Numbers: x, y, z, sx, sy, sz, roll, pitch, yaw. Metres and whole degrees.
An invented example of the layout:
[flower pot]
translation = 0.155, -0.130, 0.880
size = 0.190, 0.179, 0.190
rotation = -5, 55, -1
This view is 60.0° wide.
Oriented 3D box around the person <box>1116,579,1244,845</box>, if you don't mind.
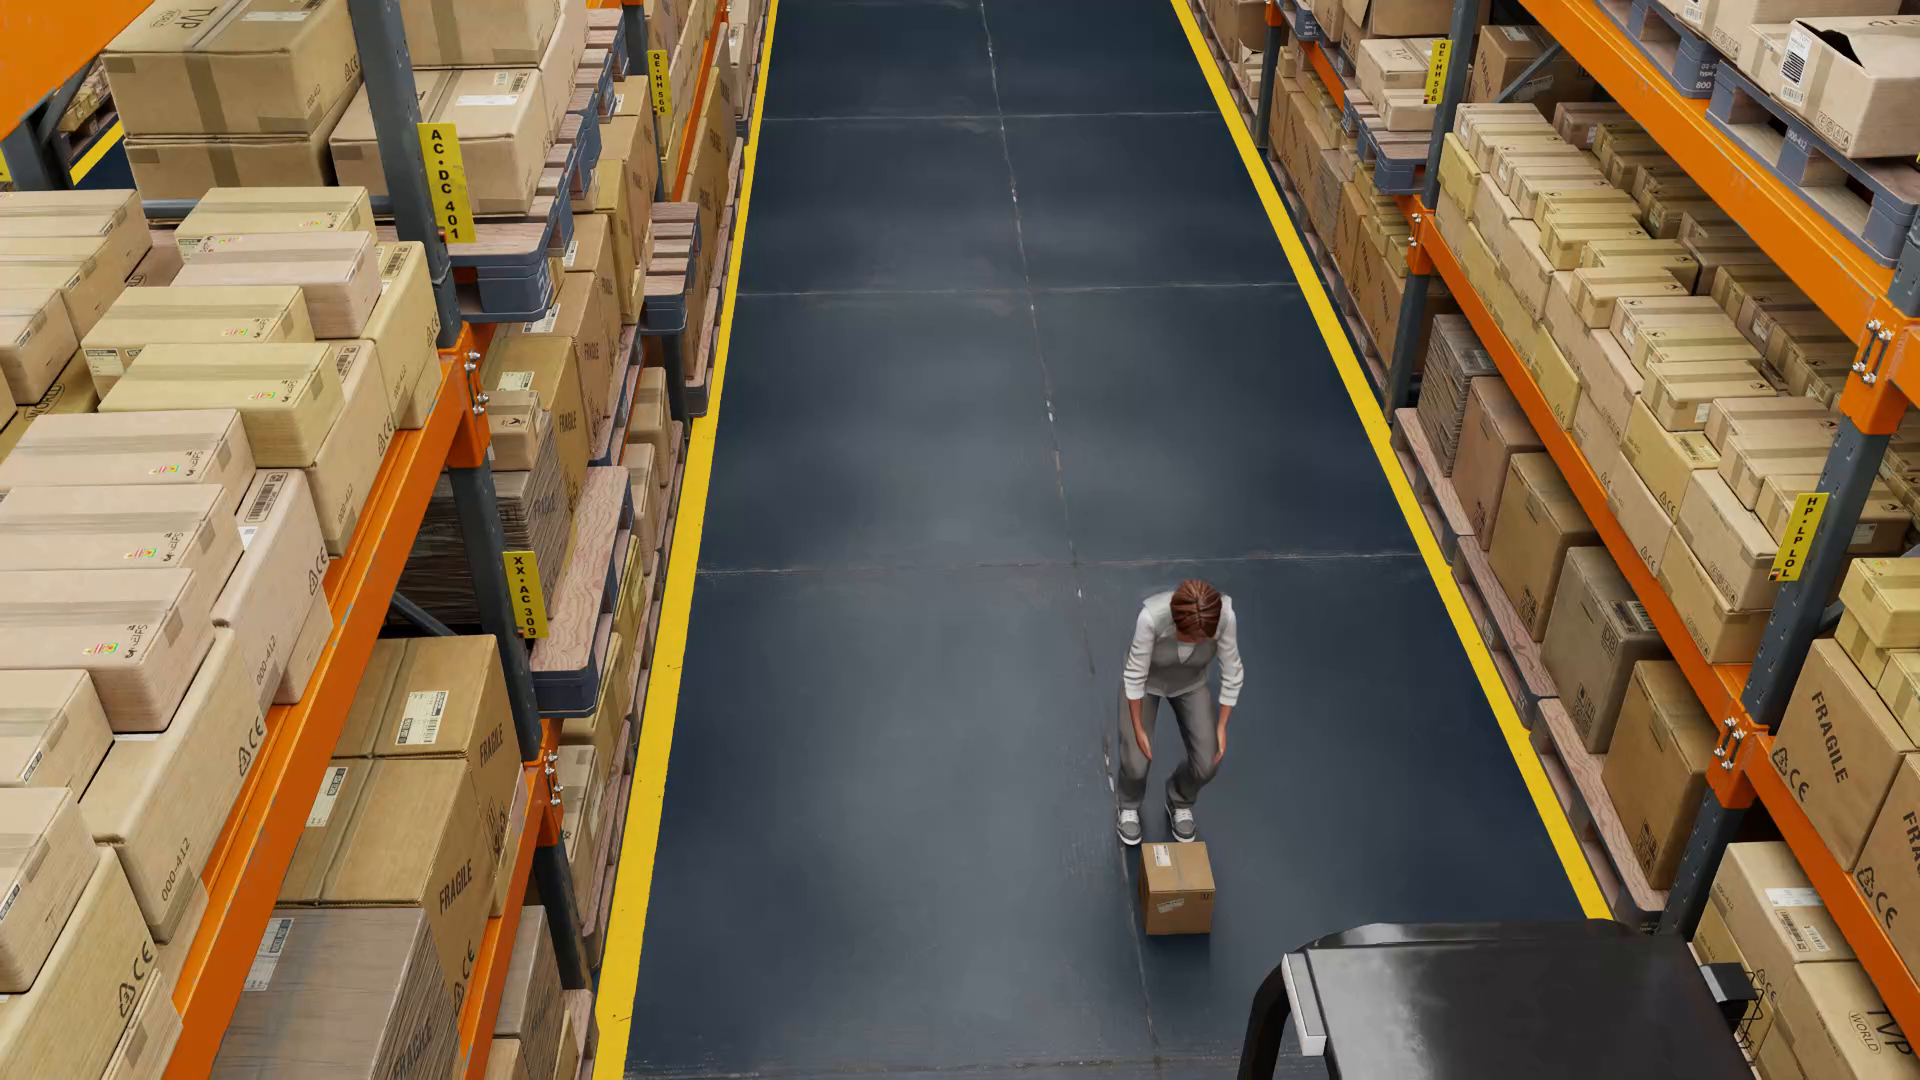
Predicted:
[person]
translation = 0.848, 0.637, 6.504
size = 0.458, 1.385, 0.581
rotation = -1, 36, -2
